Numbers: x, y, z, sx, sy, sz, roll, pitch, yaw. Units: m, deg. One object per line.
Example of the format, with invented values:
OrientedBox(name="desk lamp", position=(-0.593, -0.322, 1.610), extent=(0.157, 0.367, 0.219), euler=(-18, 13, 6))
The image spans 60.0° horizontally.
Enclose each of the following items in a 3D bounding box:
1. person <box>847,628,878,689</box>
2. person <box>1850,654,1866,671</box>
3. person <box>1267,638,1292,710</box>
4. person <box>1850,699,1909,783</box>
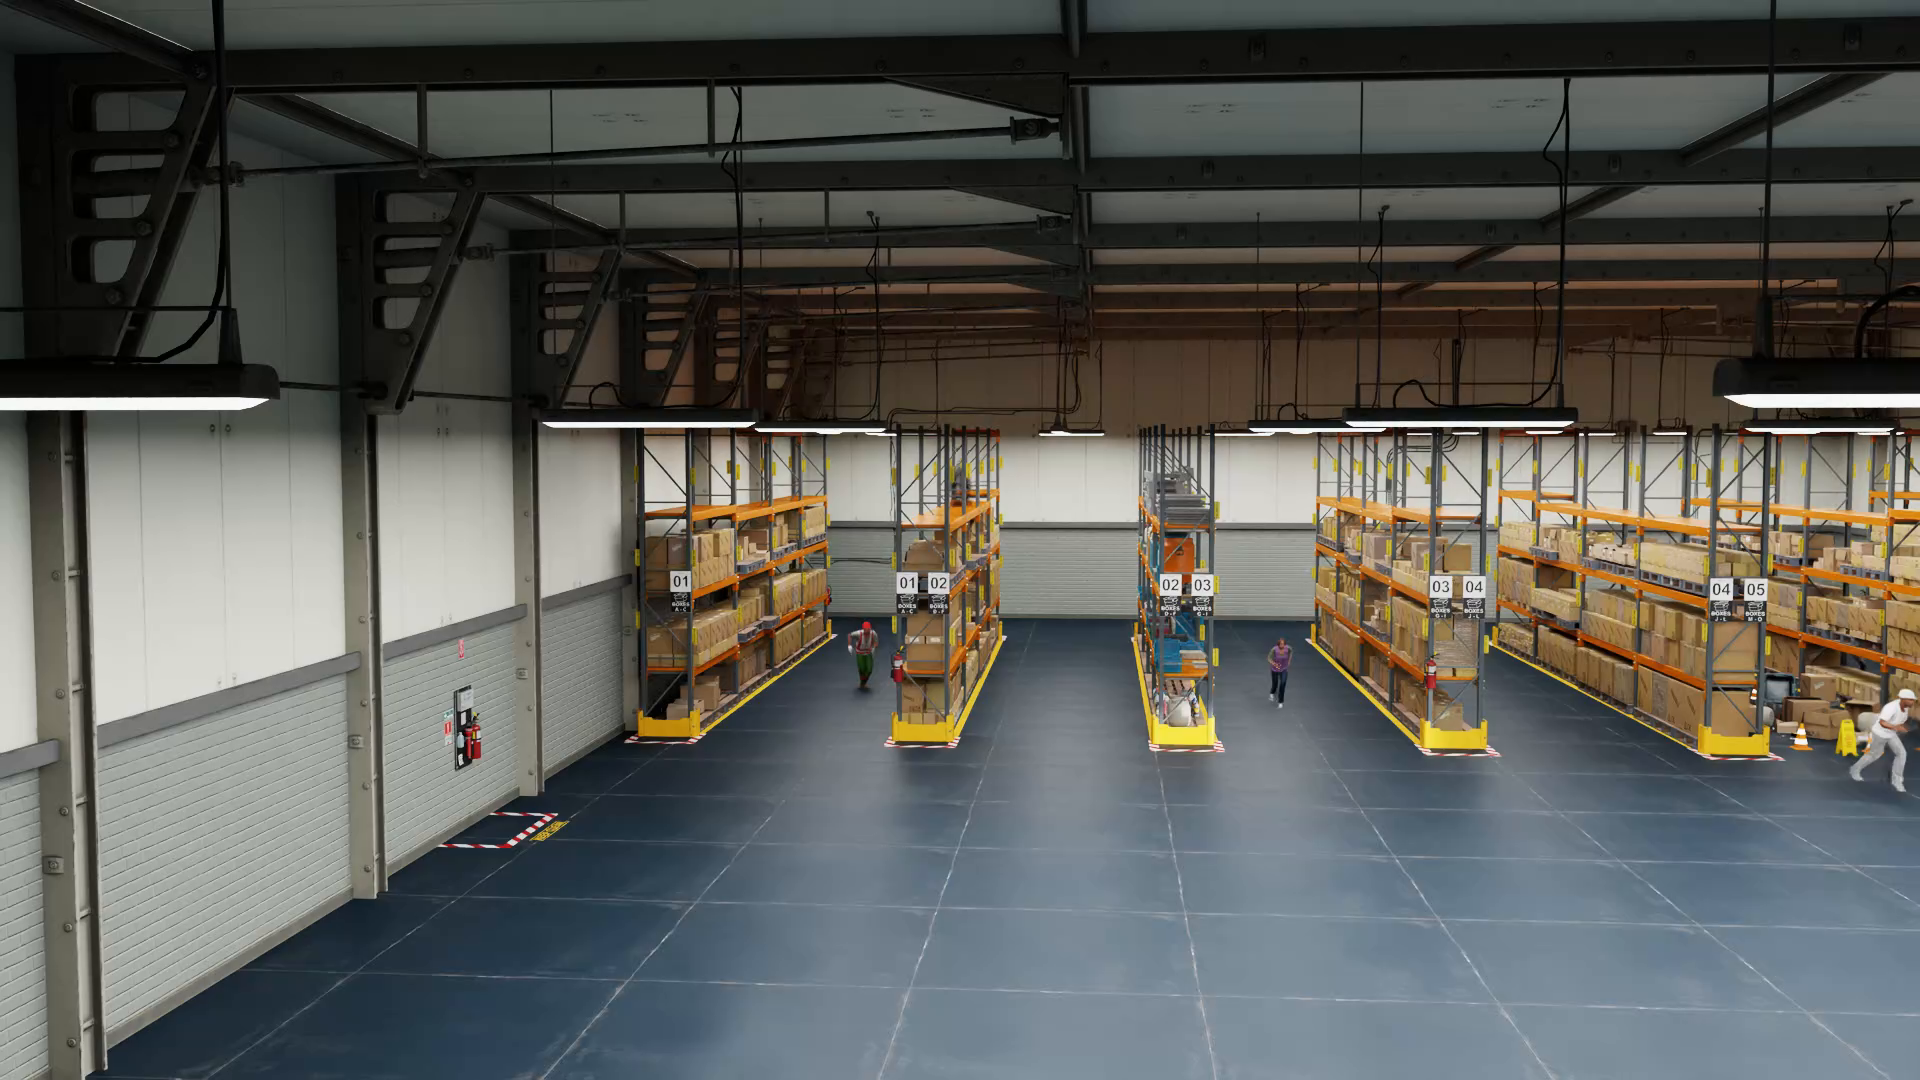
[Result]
OrientedBox(name="person", position=(-2.212, 2.653, 37.879), extent=(0.692, 1.541, 0.753), euler=(-1, 4, -14))
OrientedBox(name="person", position=(21.659, 2.489, 40.540), extent=(0.664, 1.563, 0.958), euler=(0, 3, -3))
OrientedBox(name="person", position=(6.795, 2.817, 35.549), extent=(0.577, 1.546, 0.920), euler=(0, 3, -6))
OrientedBox(name="person", position=(15.091, 3.259, 27.325), extent=(0.704, 1.353, 0.849), euler=(-2, 4, -35))
